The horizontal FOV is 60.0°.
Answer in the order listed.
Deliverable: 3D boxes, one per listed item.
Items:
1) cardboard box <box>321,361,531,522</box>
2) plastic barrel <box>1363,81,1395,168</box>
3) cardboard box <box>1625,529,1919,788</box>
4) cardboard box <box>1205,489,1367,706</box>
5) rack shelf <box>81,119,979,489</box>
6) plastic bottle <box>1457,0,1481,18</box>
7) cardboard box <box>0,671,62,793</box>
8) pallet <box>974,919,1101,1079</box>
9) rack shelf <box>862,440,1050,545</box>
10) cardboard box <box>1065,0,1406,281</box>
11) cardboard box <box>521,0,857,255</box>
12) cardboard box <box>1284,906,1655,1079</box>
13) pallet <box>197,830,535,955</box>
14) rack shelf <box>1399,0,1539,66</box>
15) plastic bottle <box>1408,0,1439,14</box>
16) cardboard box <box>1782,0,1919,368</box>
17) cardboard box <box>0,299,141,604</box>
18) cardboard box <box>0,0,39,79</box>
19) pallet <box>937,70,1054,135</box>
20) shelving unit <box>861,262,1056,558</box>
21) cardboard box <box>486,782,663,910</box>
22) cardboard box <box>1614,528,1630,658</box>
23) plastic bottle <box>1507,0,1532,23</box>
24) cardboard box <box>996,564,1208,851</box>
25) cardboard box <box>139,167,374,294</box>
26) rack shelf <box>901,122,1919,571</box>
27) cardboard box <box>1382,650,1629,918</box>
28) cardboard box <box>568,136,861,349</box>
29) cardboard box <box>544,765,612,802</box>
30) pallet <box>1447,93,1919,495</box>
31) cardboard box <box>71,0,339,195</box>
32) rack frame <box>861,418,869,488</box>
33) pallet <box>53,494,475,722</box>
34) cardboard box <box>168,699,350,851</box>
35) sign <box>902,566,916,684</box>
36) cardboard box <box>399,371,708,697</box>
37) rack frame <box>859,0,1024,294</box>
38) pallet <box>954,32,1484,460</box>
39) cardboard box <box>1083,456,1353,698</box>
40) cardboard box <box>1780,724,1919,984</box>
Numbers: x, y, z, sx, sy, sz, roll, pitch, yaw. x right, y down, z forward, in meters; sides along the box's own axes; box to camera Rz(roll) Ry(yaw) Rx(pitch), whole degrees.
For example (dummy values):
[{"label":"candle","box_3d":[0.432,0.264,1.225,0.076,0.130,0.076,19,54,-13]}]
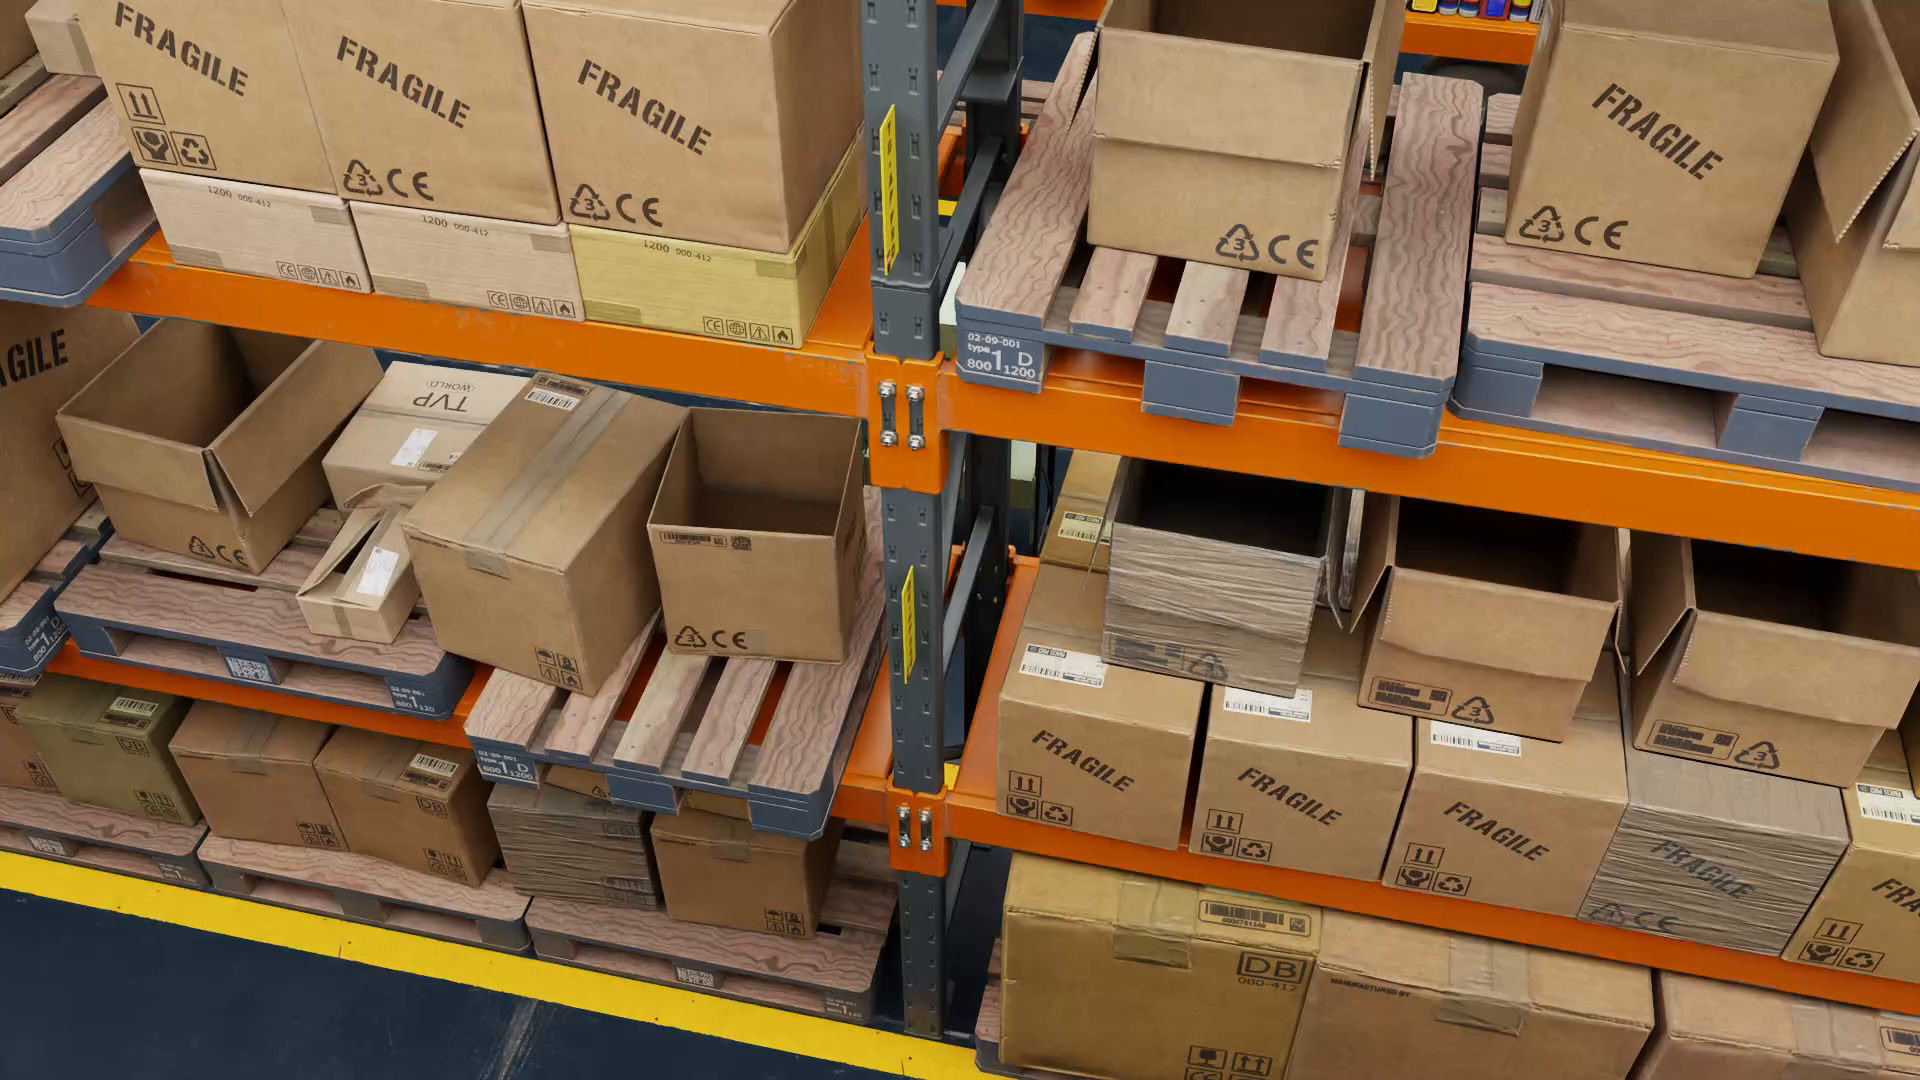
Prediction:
[{"label":"cardboard box","box_3d":[-1.600,-0.279,5.142,0.500,0.250,0.500,8,44,8]},{"label":"plastic barrel","box_3d":[2.119,-2.291,8.919,0.421,0.512,0.421,0,44,0]},{"label":"cardboard box","box_3d":[1.987,0.150,4.096,0.637,0.503,0.797,10,45,10]},{"label":"cardboard box","box_3d":[1.007,0.178,4.790,0.500,0.500,0.500,8,45,9]},{"label":"rack shelf","box_3d":[-1.966,-0.897,4.334,4.000,0.370,1.077,9,45,9]},{"label":"plastic bottle","box_3d":[2.428,-2.617,7.859,0.097,0.271,0.097,0,44,0]},{"label":"cardboard box","box_3d":[-3.323,0.472,6.042,0.500,0.500,0.700,6,44,6]},{"label":"pallet","box_3d":[0.739,1.403,5.600,1.213,0.211,1.003,9,45,9]},{"label":"rack shelf","box_3d":[-0.007,-0.306,6.917,0.720,0.370,0.431,9,45,9]},{"label":"cardboard box","box_3d":[0.597,-0.998,3.543,0.637,0.503,0.797,11,45,11]},{"label":"cardboard box","box_3d":[-0.535,-0.972,3.461,0.500,0.500,0.500,10,45,10]},{"label":"cardboard box","box_3d":[1.523,1.101,5.133,0.875,0.875,1.225,9,45,9]},{"label":"pallet","box_3d":[-1.964,0.927,6.095,1.213,0.211,1.003,9,45,9]},{"label":"rack shelf","box_3d":[3.019,-2.562,8.228,4.000,0.370,1.077,9,45,9]},{"label":"plastic bottle","box_3d":[2.216,-2.642,7.876,0.133,0.283,0.061,9,45,9]},{"label":"cardboard box","box_3d":[1.984,-0.747,3.282,0.637,0.503,0.797,8,45,8]},{"label":"cardboard box","box_3d":[-3.173,-0.530,4.863,1.000,1.000,1.000,9,45,9]},{"label":"cardboard box","box_3d":[-2.561,-1.367,3.927,0.637,0.503,0.797,11,45,11]},{"label":"pallet","box_3d":[0.320,-2.263,9.409,1.213,0.211,1.003,9,45,9]},{"label":"shelving unit","box_3d":[-0.007,-0.541,6.691,0.755,1.500,0.431,9,45,9]},{"label":"cardboard box","box_3d":[-1.217,0.807,5.694,0.500,0.500,0.700,5,44,6]},{"label":"cardboard box","box_3d":[2.010,0.332,4.630,0.500,0.500,0.500,10,45,10]},{"label":"plastic bottle","box_3d":[2.653,-2.582,7.823,0.097,0.271,0.097,0,44,0]},{"label":"cardboard box","box_3d":[0.401,0.449,4.508,0.500,0.500,0.500,10,45,10]},{"label":"cardboard box","box_3d":[-1.508,-0.849,3.874,0.500,0.250,0.500,10,45,10]},{"label":"rack shelf","box_3d":[1.937,-0.291,3.705,4.000,0.370,1.077,9,45,9]},{"label":"cardboard box","box_3d":[1.405,0.601,4.350,0.500,0.500,0.500,8,44,8]},{"label":"cardboard box","box_3d":[-0.532,-0.705,3.725,0.500,0.250,0.500,9,45,9]},{"label":"cardboard box","box_3d":[-1.195,0.545,5.425,0.500,0.250,0.500,14,46,14]},{"label":"pallet","box_3d":[1.718,-0.556,3.598,1.213,0.211,1.003,11,45,11]},{"label":"cardboard box","box_3d":[-1.517,-1.128,3.623,0.500,0.500,0.500,10,45,10]},{"label":"rack frame","box_3d":[-0.364,-0.597,6.749,0.023,1.500,0.400,9,45,9]},{"label":"pallet","box_3d":[-1.955,0.025,5.160,1.213,0.211,1.003,9,45,9]},{"label":"cardboard box","box_3d":[-2.316,0.641,5.866,0.500,0.500,0.700,5,44,5]},{"label":"sign","box_3d":[-0.124,0.208,4.053,0.005,0.325,0.100,9,45,9]},{"label":"cardboard box","box_3d":[-1.117,-0.031,4.704,0.500,0.500,0.700,15,46,15]},{"label":"rack frame","box_3d":[-0.014,-1.934,2.730,0.127,3.000,1.000,9,45,9]},{"label":"pallet","box_3d":[0.626,-0.723,3.772,1.003,0.211,1.213,11,45,11]},{"label":"cardboard box","box_3d":[0.696,-0.048,4.301,0.637,0.503,0.797,10,45,10]},{"label":"cardboard box","box_3d":[2.380,0.757,4.188,0.500,0.500,0.500,8,45,9]}]
